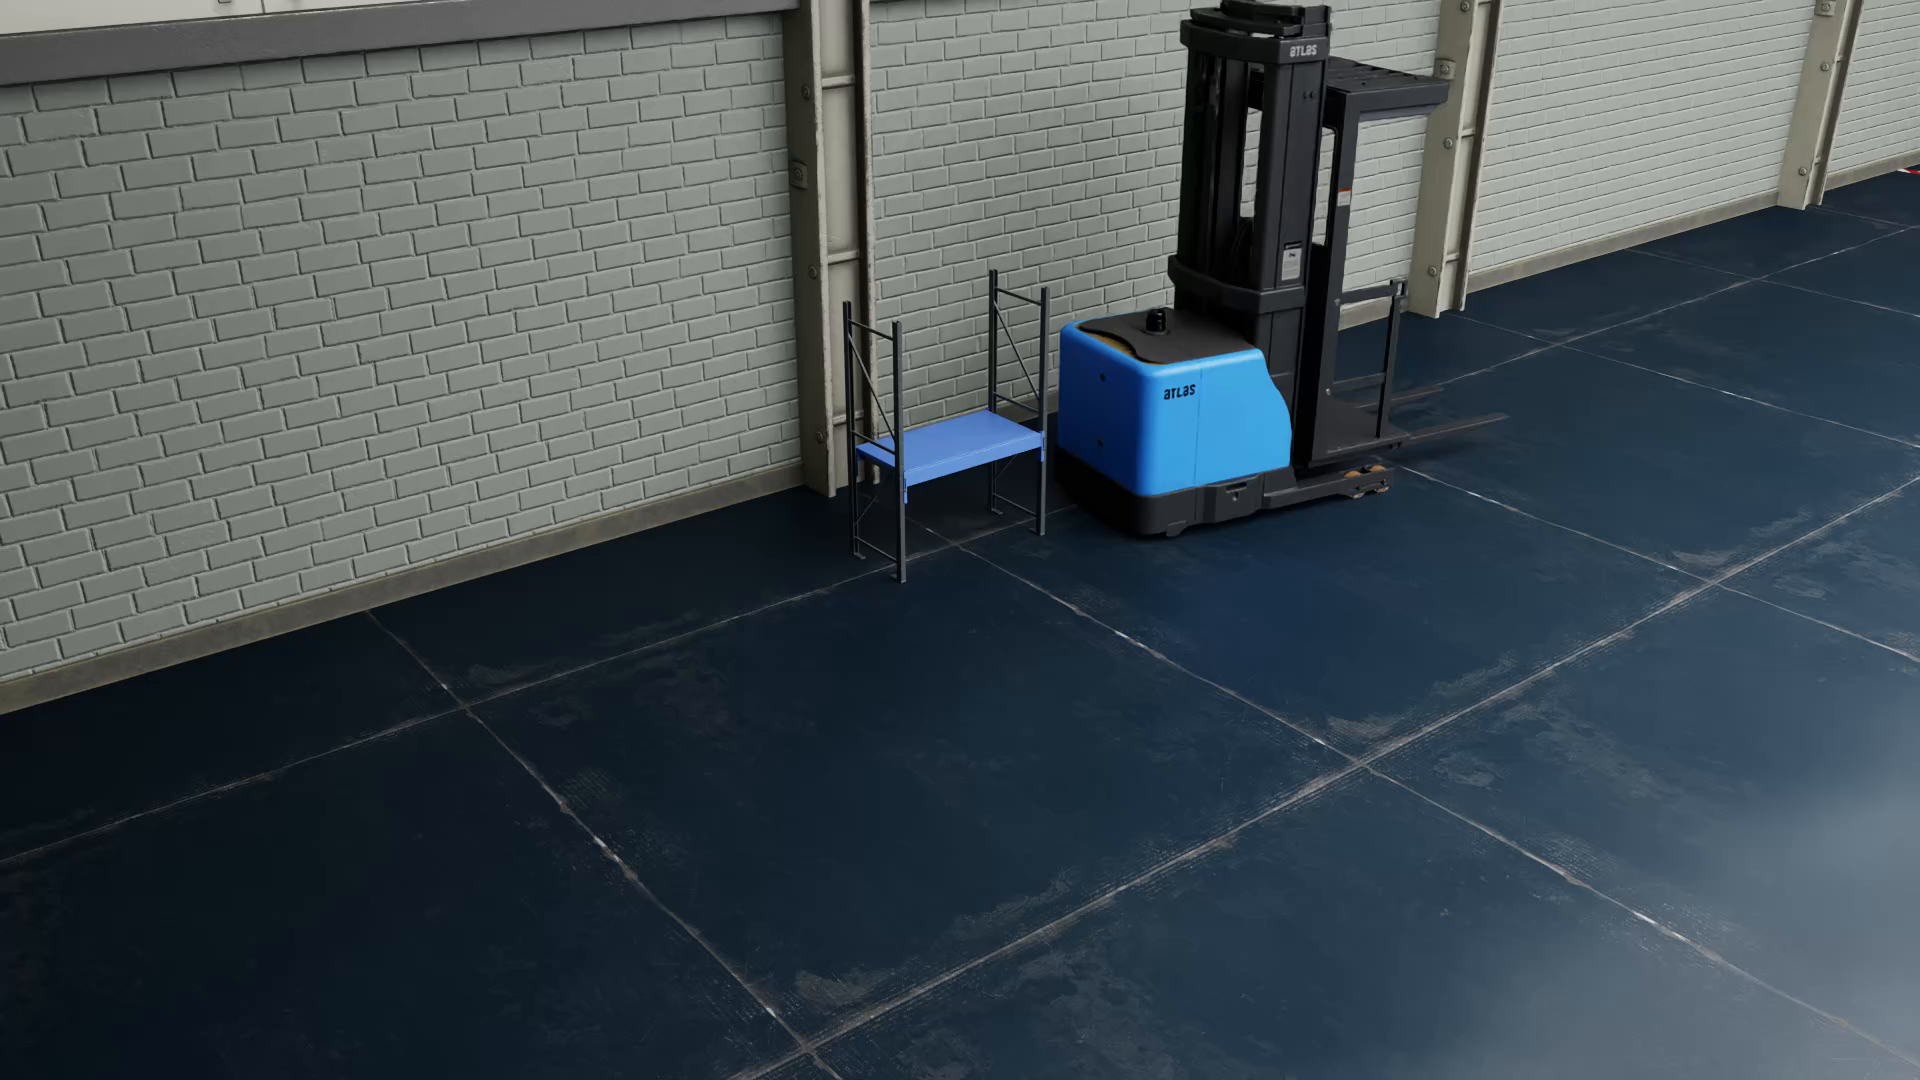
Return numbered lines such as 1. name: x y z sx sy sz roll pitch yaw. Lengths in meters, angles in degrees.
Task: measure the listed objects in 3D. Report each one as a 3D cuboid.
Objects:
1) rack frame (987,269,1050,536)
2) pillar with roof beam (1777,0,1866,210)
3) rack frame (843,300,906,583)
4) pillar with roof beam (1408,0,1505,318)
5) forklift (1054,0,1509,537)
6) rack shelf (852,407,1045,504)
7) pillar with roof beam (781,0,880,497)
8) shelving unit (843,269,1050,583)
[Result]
1. rack frame: 0.333 -0.790 9.671 0.032 1.500 0.500 -18 31 -34
2. pillar with roof beam: 11.345 -6.139 12.289 0.400 9.000 9.100 -18 31 -34
3. rack frame: -0.467 -0.526 9.102 0.032 1.500 0.500 -18 31 -34
4. pillar with roof beam: 6.624 -4.581 8.930 0.400 9.000 9.100 -18 31 -34
5. forklift: 2.134 -1.771 10.083 3.031 2.935 1.130 -13 28 -25
6. rack shelf: -0.067 -0.495 9.462 1.000 0.185 0.538 -18 31 -34
7. pillar with roof beam: 1.902 -3.022 5.572 0.400 9.000 9.100 -18 31 -34
8. shelving unit: -0.067 -0.658 9.387 1.048 1.500 0.538 -18 31 -34
